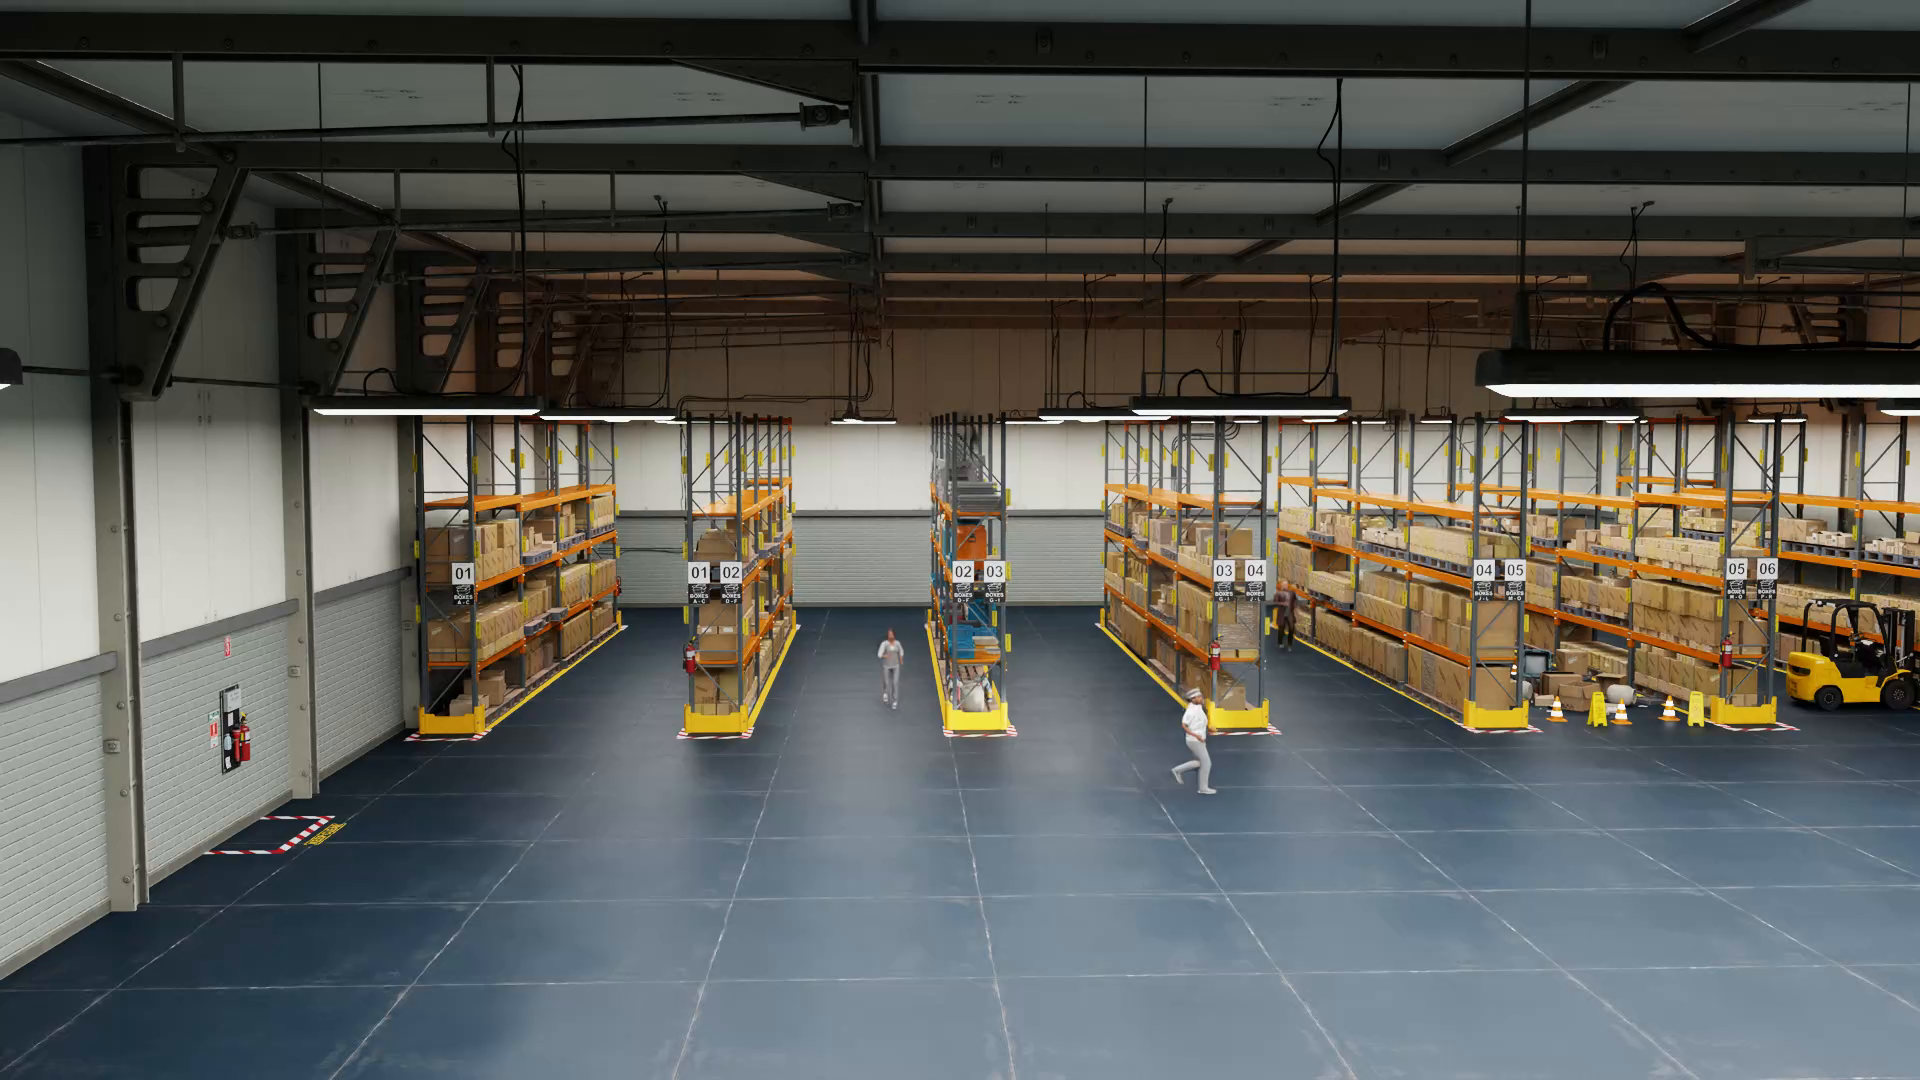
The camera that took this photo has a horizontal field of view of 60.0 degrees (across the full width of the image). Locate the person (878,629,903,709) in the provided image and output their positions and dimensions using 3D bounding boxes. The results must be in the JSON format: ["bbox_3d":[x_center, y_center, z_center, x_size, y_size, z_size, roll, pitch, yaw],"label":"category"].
[{"bbox_3d":[-1.405,2.605,33.929,0.543,1.578,0.882,-1,4,-10],"label":"person"}]

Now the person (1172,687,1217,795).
[{"bbox_3d":[3.651,3.122,25.981,0.739,1.660,0.584,2,4,22],"label":"person"}]

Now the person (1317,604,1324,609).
[{"bbox_3d":[10.714,1.580,48.861,0.903,1.640,0.592,4,5,44],"label":"person"}]

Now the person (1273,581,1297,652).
[{"bbox_3d":[8.307,1.964,42.420,0.672,1.820,0.811,0,4,-2],"label":"person"}]
